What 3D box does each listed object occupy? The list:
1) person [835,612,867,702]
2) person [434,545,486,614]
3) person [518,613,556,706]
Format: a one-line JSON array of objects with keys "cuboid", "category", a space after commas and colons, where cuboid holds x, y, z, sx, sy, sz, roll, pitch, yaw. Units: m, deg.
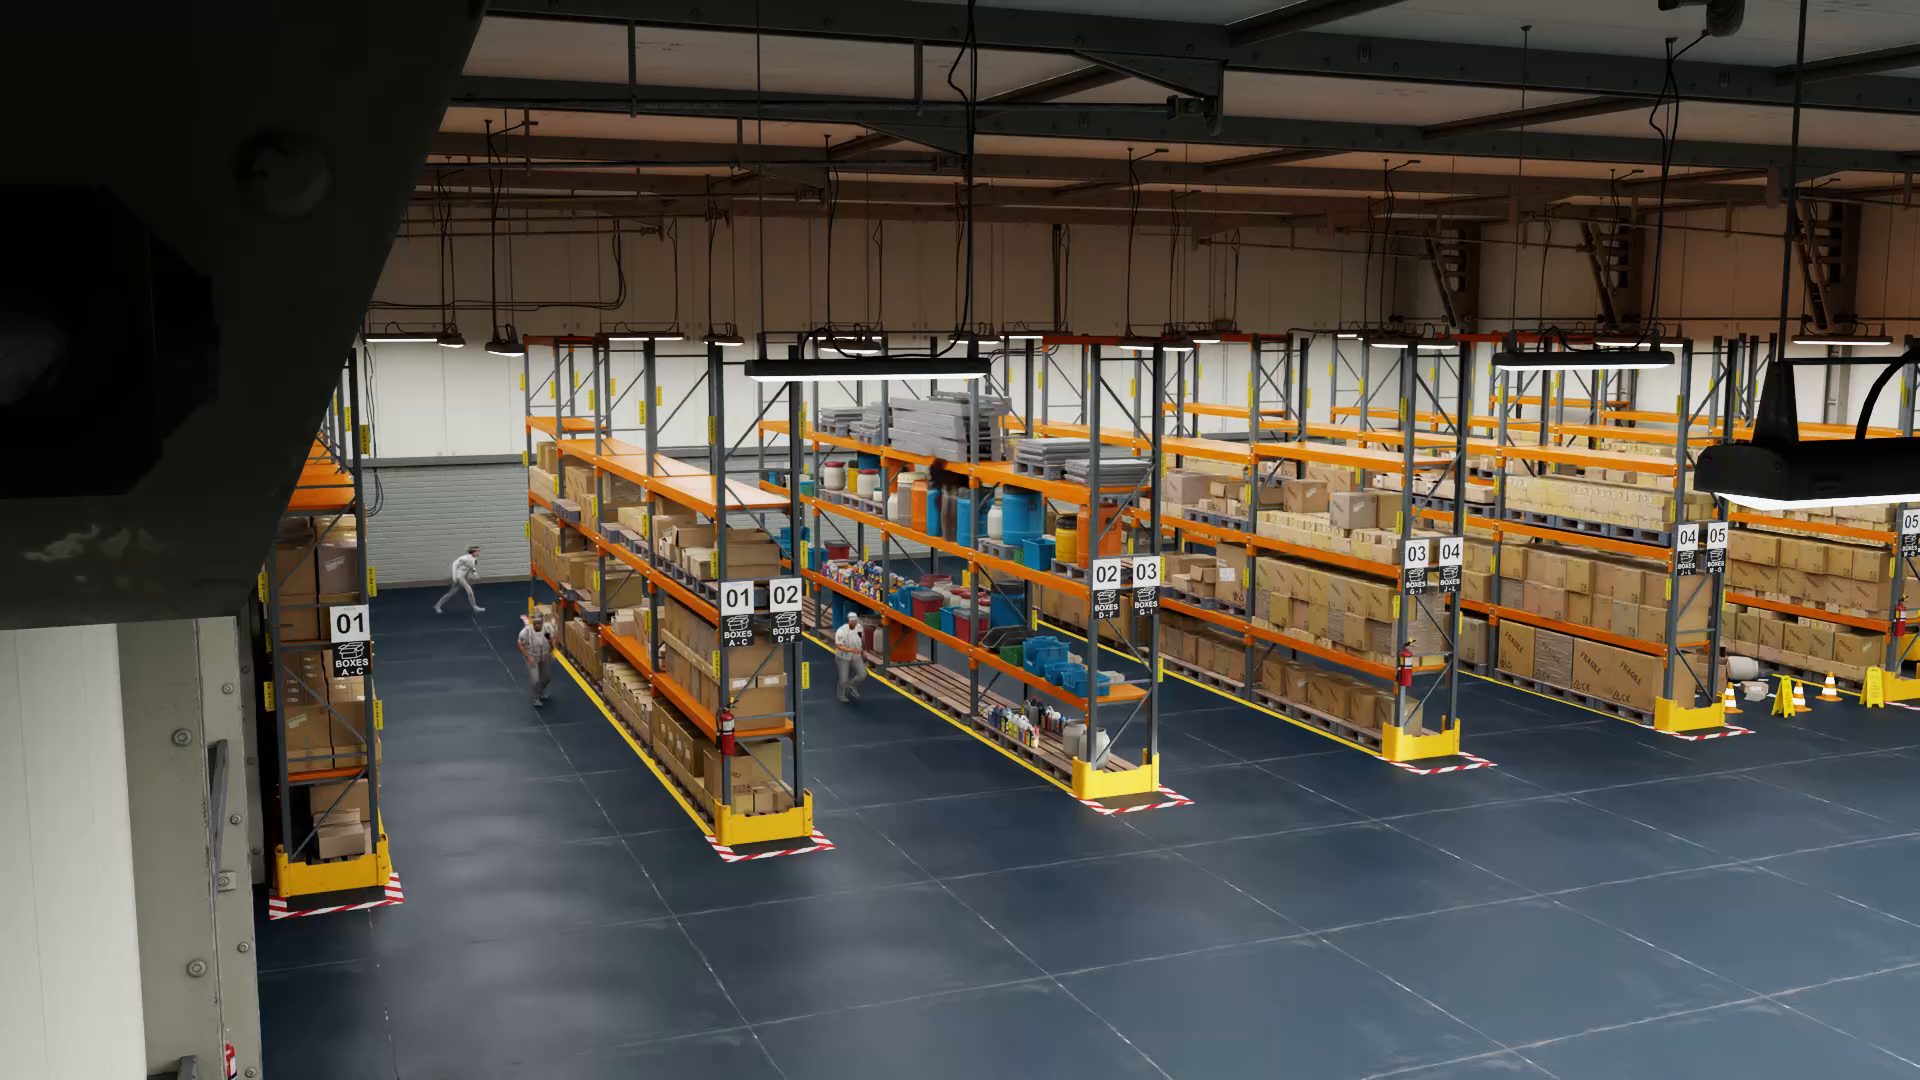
[{"cuboid": [-1.798, 1.932, 27.398, 0.603, 1.556, 0.768, -4, 9, -30], "category": "person"}, {"cuboid": [-10.703, 0.837, 35.618, 1.107, 1.480, 0.597, 1, 8, 6], "category": "person"}, {"cuboid": [-6.932, 1.924, 27.268, 0.697, 1.593, 0.896, -6, 10, -37], "category": "person"}]
